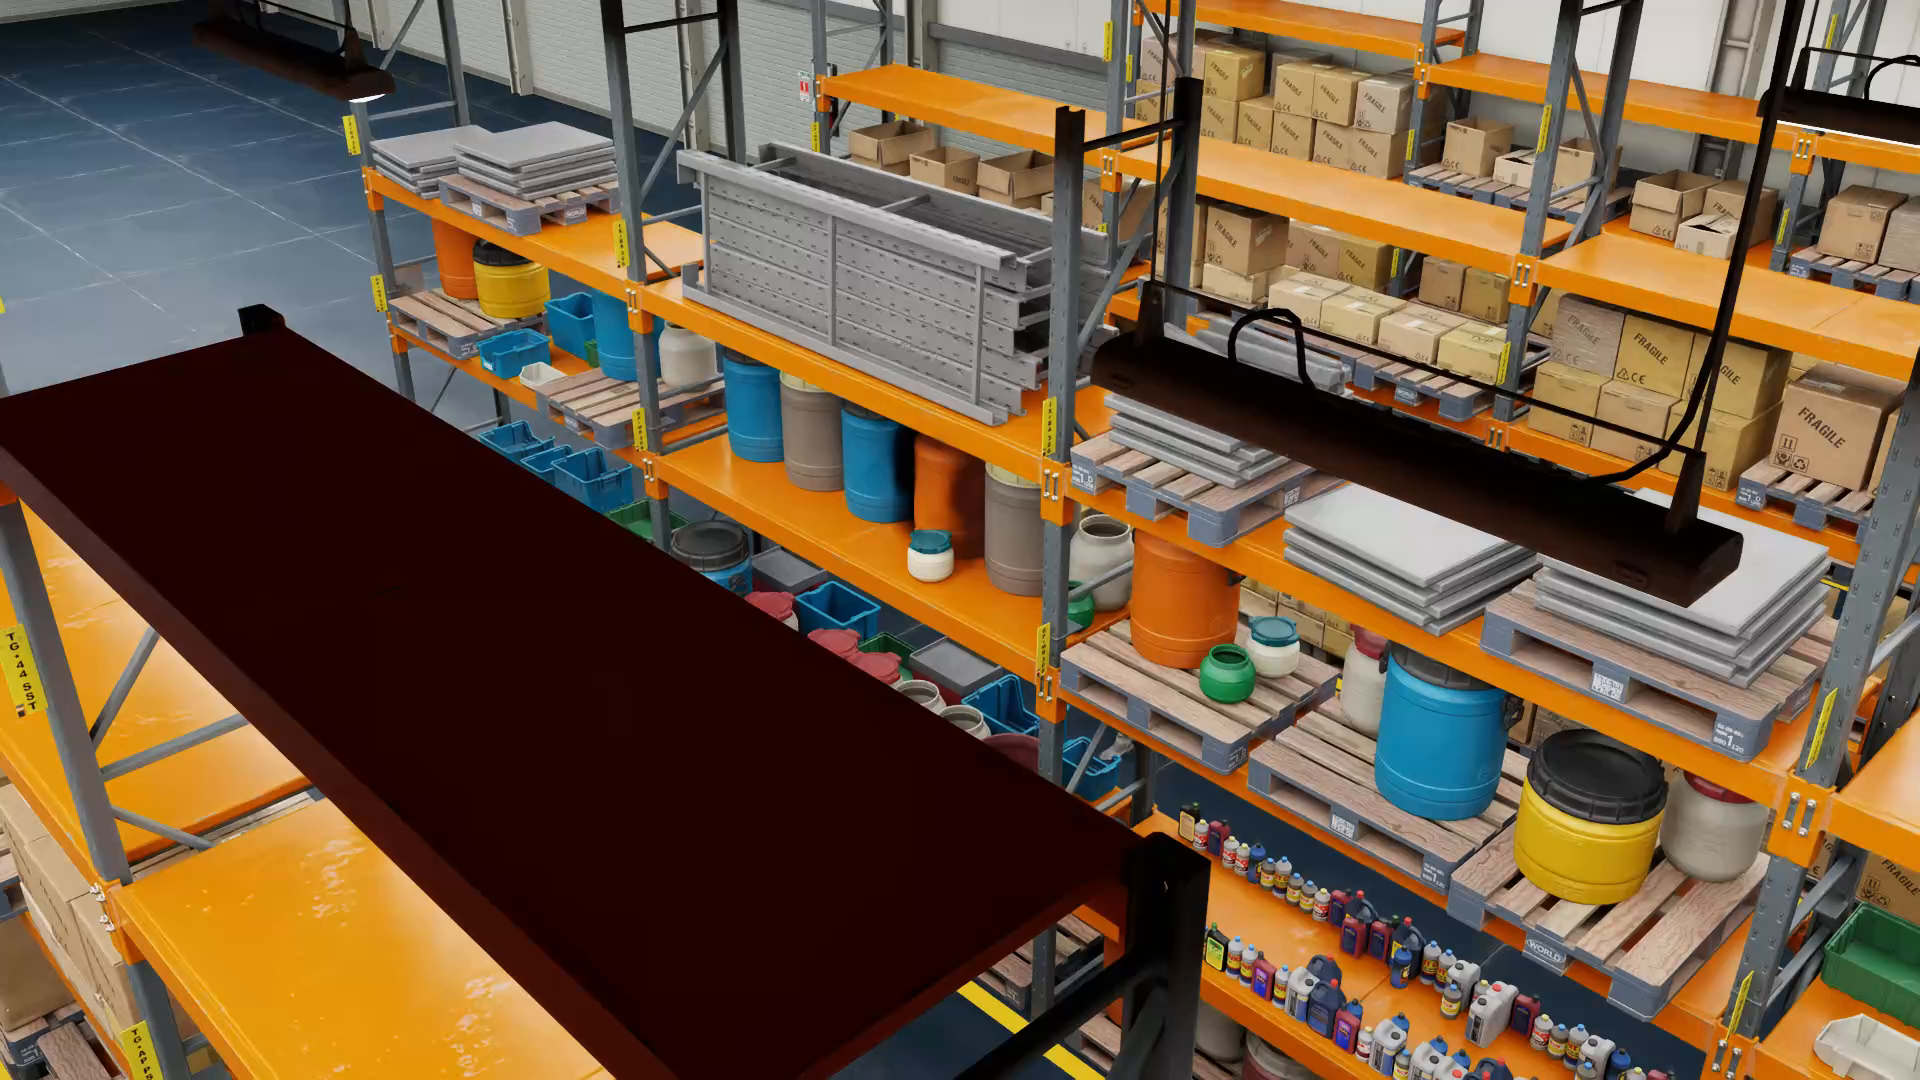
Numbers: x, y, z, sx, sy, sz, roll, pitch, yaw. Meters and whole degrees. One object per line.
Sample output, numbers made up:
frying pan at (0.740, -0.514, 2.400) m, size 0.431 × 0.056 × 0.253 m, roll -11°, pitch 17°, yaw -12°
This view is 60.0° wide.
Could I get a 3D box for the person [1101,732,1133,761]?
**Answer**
person at (1.452, 0.919, 13.383) m, size 0.578 × 1.703 × 0.608 m, roll 2°, pitch 28°, yaw 3°
